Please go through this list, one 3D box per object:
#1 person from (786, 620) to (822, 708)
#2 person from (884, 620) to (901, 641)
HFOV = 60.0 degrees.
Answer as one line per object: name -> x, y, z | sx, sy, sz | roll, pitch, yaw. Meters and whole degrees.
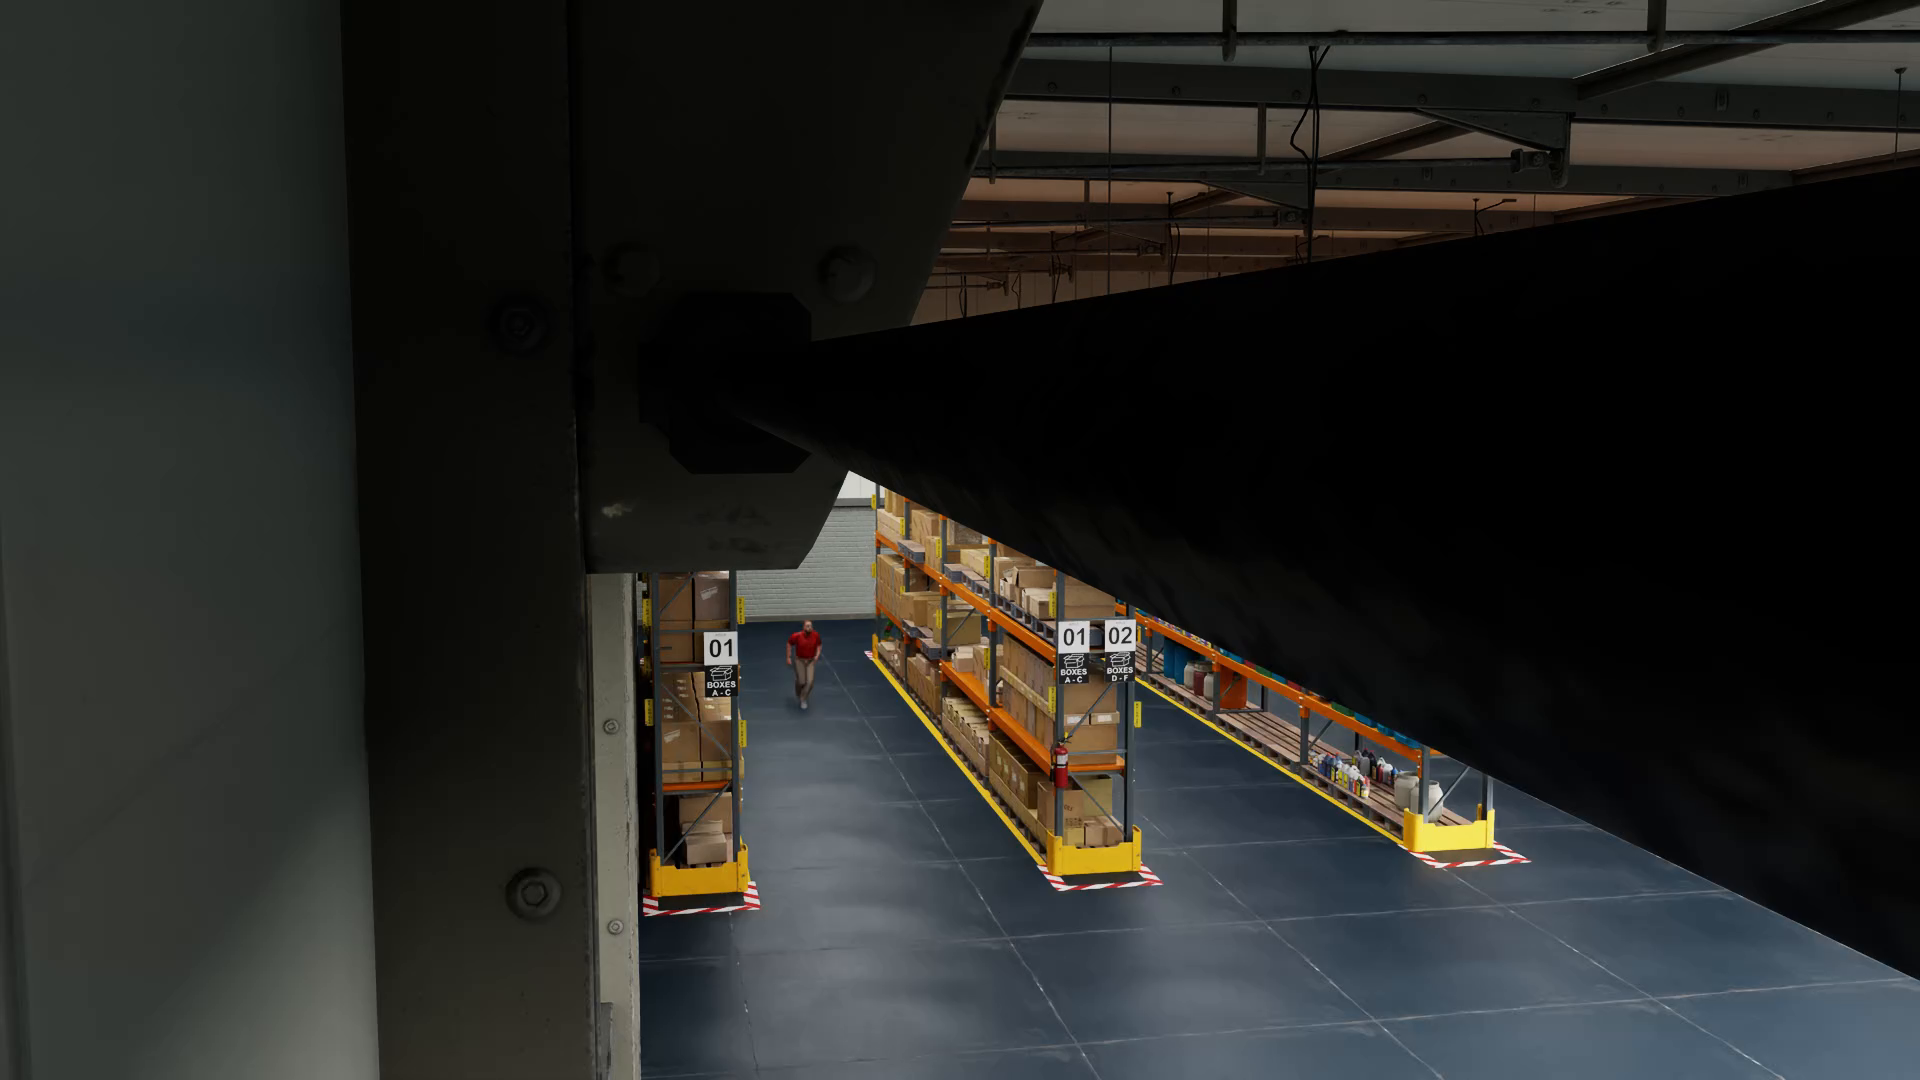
person -> -2.927, 2.306, 31.264 | 0.661, 1.666, 0.673 | -3, 6, -25
person -> -1.415, 1.494, 38.460 | 0.742, 1.820, 0.668 | 4, 7, 33
